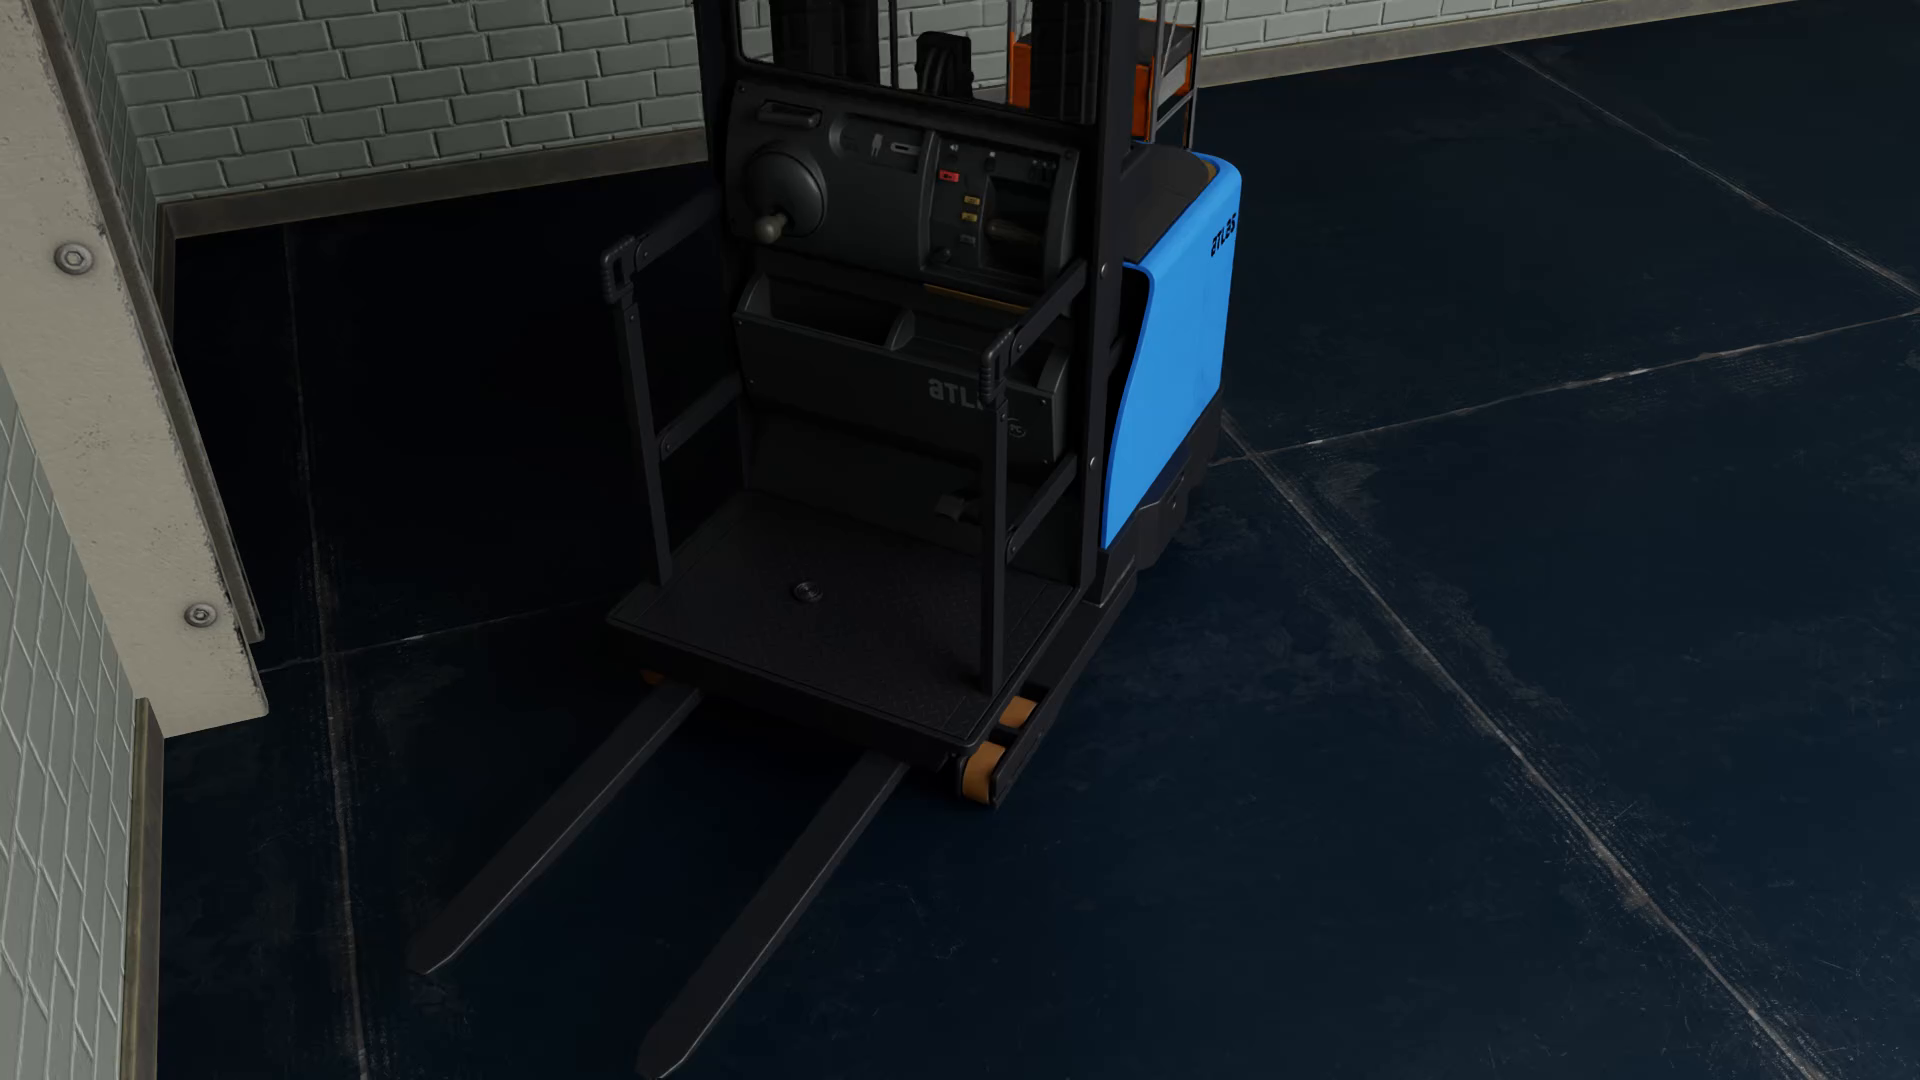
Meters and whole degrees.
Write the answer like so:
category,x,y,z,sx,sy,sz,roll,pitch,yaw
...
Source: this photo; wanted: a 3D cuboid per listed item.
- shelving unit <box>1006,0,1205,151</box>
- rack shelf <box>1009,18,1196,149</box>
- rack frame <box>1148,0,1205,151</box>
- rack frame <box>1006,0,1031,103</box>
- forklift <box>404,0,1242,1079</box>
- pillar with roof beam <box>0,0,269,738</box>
category,x,y,z,sx,sy,sz,roll,pitch,yaw
shelving unit,0.463,-1.434,5.406,0.503,2.100,0.431,17,40,21
rack shelf,0.463,-1.423,5.414,0.480,0.518,0.431,17,40,21
rack frame,0.681,-1.368,5.317,0.015,2.100,0.400,17,40,21
rack frame,0.246,-1.501,5.494,0.015,2.100,0.400,17,40,21
forklift,-0.248,-0.787,3.858,1.130,2.935,3.031,17,40,21
pillar with roof beam,1.913,-4.082,3.190,9.100,9.000,0.400,-12,39,-16
